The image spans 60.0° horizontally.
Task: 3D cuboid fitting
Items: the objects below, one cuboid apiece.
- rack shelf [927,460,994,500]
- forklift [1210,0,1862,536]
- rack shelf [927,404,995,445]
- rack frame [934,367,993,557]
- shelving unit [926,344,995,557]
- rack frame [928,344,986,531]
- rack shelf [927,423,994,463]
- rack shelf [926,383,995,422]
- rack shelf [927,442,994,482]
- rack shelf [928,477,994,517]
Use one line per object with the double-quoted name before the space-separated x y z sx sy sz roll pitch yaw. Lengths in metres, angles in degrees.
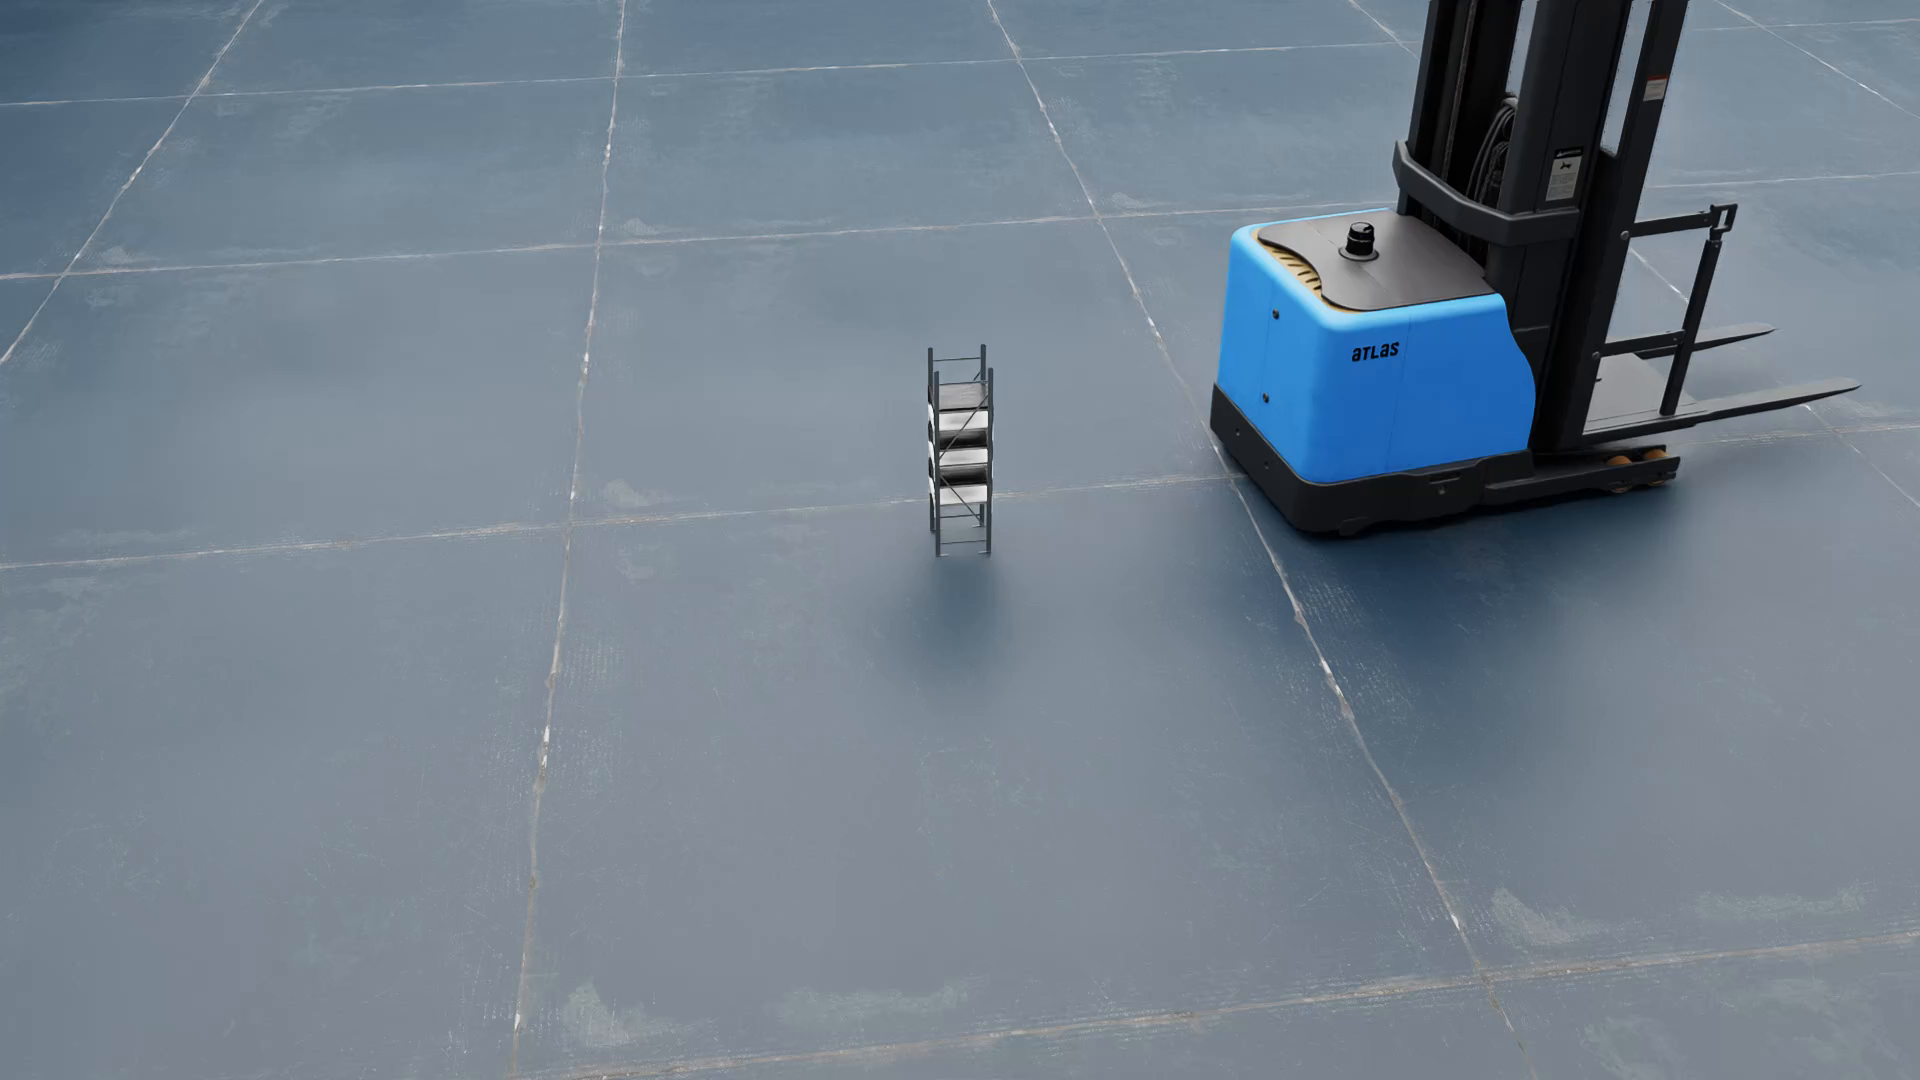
"rack shelf" 0.001 -0.265 7.059 0.258 0.077 0.200 -4 35 -6
"forklift" 2.764 -1.700 7.141 3.031 2.935 1.130 -10 35 -14
"rack shelf" 0.001 -0.489 6.907 0.258 0.077 0.200 -4 35 -6
"rack frame" 0.015 -0.311 6.907 0.240 0.900 0.006 -4 35 -6
"shelving unit" 0.001 -0.367 6.990 0.258 0.900 0.210 -4 35 -6
"rack frame" -0.013 -0.424 7.073 0.240 0.900 0.006 -4 35 -6
"rack shelf" 0.001 -0.414 6.958 0.258 0.077 0.200 -4 35 -6
"rack shelf" 0.001 -0.563 6.857 0.258 0.077 0.200 -4 35 -6
"rack shelf" 0.001 -0.340 7.009 0.258 0.077 0.200 -4 35 -6
"rack shelf" 0.001 -0.191 7.110 0.258 0.077 0.200 -4 35 -6
